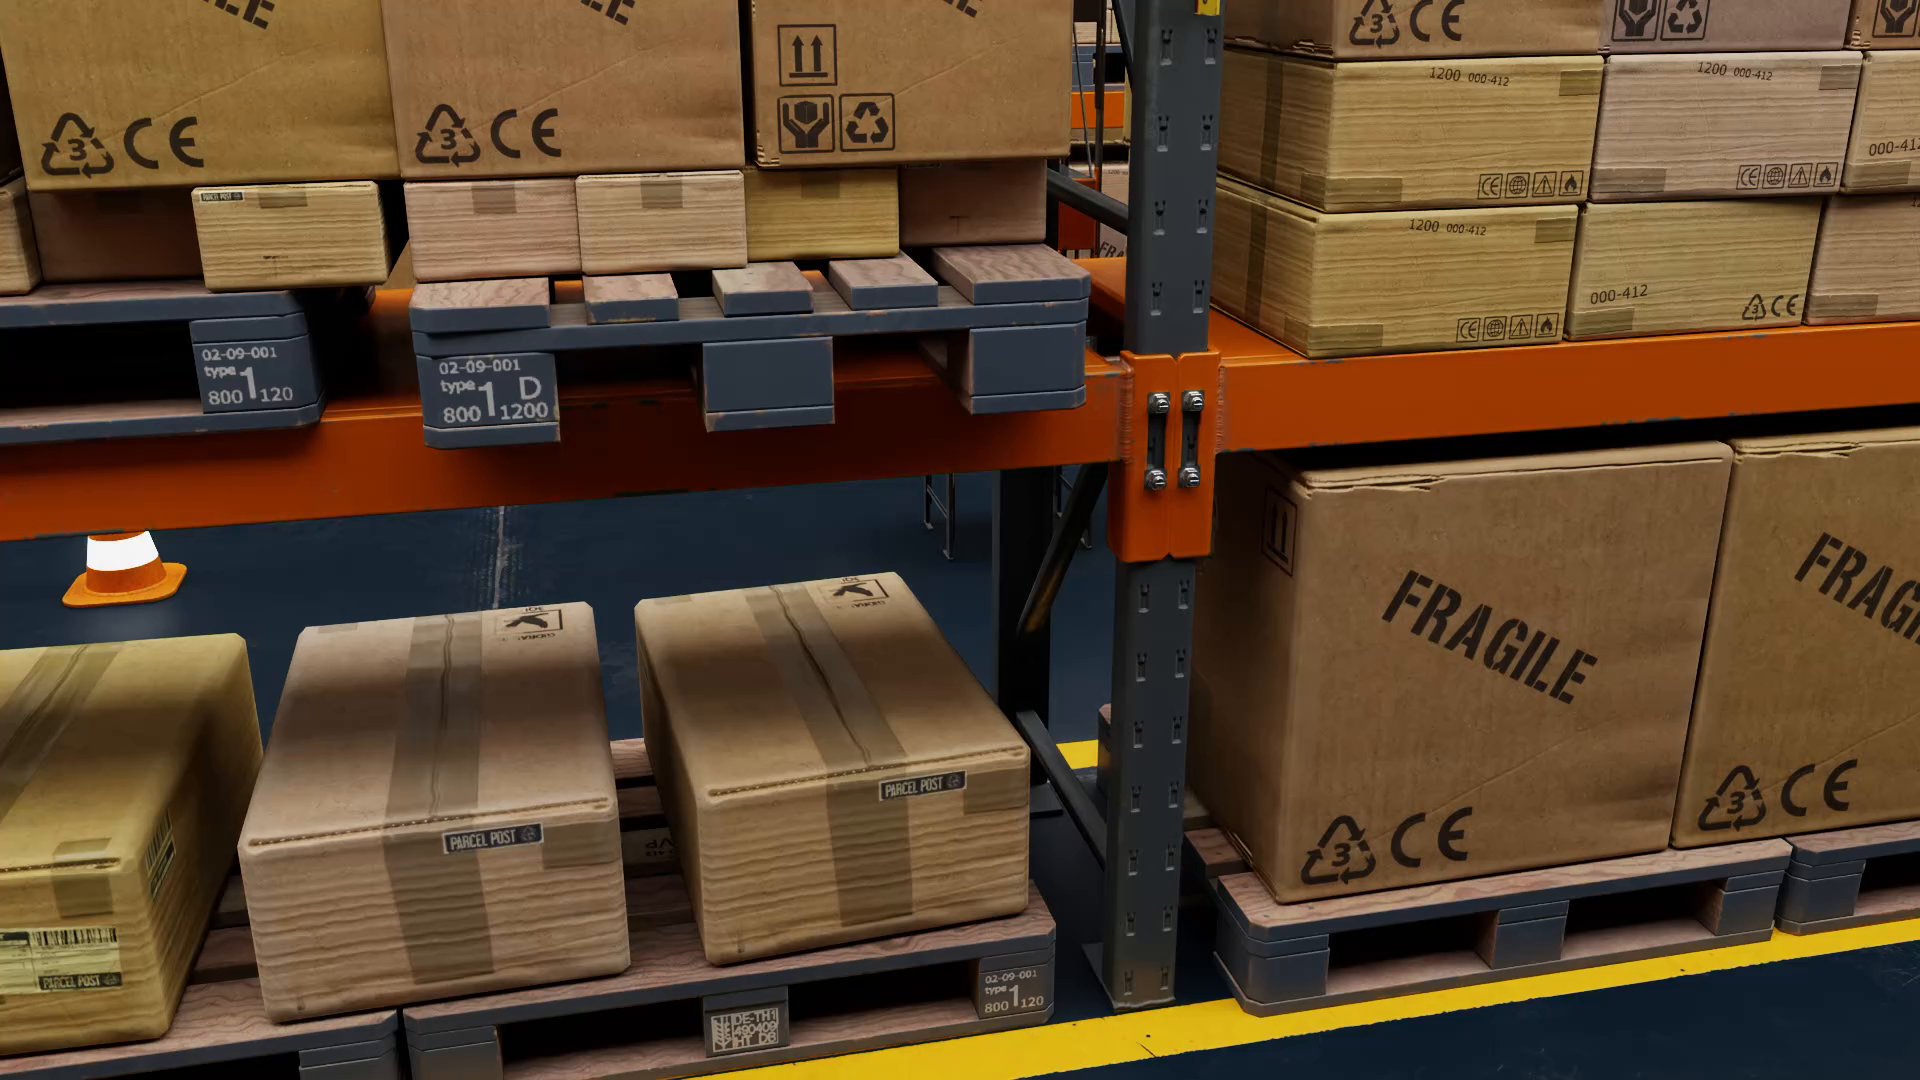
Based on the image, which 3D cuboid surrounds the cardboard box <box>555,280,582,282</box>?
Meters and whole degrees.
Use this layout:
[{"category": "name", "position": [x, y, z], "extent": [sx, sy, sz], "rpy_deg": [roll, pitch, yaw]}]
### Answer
[{"category": "cardboard box", "position": [-1.601, -1.420, 7.990], "extent": [0.750, 0.750, 1.050], "rpy_deg": [-5, 21, -13]}]

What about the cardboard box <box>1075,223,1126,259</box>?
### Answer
[{"category": "cardboard box", "position": [0.747, -1.374, 8.229], "extent": [0.500, 0.500, 0.500], "rpy_deg": [-5, 21, -14]}]

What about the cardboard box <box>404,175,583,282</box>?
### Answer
[{"category": "cardboard box", "position": [-0.741, -0.525, 2.642], "extent": [0.250, 0.149, 0.380], "rpy_deg": [-6, 21, -15]}]

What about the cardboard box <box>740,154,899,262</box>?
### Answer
[{"category": "cardboard box", "position": [-0.259, -0.577, 2.784], "extent": [0.250, 0.149, 0.380], "rpy_deg": [-4, 21, -12]}]

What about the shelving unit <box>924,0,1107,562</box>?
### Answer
[{"category": "shelving unit", "position": [0.161, -0.999, 5.489], "extent": [0.503, 2.100, 0.431], "rpy_deg": [-5, 21, -12]}]

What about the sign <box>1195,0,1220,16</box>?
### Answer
[{"category": "sign", "position": [0.384, -0.974, 2.544], "extent": [0.005, 0.325, 0.100], "rpy_deg": [-5, 21, -12]}]

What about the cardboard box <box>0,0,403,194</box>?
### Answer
[{"category": "cardboard box", "position": [-1.120, -0.818, 2.499], "extent": [0.500, 0.500, 0.500], "rpy_deg": [-6, 21, -16]}]

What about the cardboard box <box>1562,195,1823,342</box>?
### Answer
[{"category": "cardboard box", "position": [1.280, -0.579, 3.252], "extent": [0.500, 0.250, 0.500], "rpy_deg": [-5, 21, -14]}]

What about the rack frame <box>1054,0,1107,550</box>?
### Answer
[{"category": "rack frame", "position": [0.399, -1.018, 5.542], "extent": [0.015, 2.100, 0.400], "rpy_deg": [-5, 21, -12]}]

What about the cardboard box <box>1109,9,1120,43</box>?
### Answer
[{"category": "cardboard box", "position": [0.784, -2.450, 7.896], "extent": [0.250, 0.149, 0.380], "rpy_deg": [-4, 21, -12]}]

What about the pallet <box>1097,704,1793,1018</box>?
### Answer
[{"category": "pallet", "position": [1.035, 0.624, 3.804], "extent": [1.213, 0.211, 1.003], "rpy_deg": [-5, 21, -12]}]

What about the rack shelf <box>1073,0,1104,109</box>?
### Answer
[{"category": "rack shelf", "position": [0.161, -1.644, 5.253], "extent": [0.480, 0.518, 0.431], "rpy_deg": [-5, 21, -12]}]

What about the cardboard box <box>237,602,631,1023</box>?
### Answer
[{"category": "cardboard box", "position": [-1.018, 0.491, 3.323], "extent": [0.625, 0.372, 0.950], "rpy_deg": [-5, 21, -14]}]

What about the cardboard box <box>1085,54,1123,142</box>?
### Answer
[{"category": "cardboard box", "position": [1.244, -3.424, 13.280], "extent": [0.875, 0.875, 1.225], "rpy_deg": [-5, 21, -12]}]

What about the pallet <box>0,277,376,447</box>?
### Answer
[{"category": "pallet", "position": [-1.667, -0.388, 2.791], "extent": [1.213, 0.211, 1.003], "rpy_deg": [-5, 21, -12]}]

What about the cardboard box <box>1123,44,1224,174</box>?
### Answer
[{"category": "cardboard box", "position": [0.663, -0.936, 3.500], "extent": [0.500, 0.250, 0.500], "rpy_deg": [-5, 21, -13]}]

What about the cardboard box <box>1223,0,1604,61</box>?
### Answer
[{"category": "cardboard box", "position": [0.786, -1.122, 2.917], "extent": [0.500, 0.500, 0.500], "rpy_deg": [-5, 21, -14]}]

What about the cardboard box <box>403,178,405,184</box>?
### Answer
[{"category": "cardboard box", "position": [-0.941, -0.732, 3.206], "extent": [0.250, 0.149, 0.380], "rpy_deg": [-5, 21, -12]}]

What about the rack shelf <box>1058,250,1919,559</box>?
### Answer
[{"category": "rack shelf", "position": [2.196, -0.469, 3.779], "extent": [4.000, 0.370, 1.077], "rpy_deg": [-5, 21, -12]}]

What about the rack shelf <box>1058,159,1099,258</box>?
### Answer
[{"category": "rack shelf", "position": [0.161, -0.986, 5.494], "extent": [0.480, 0.518, 0.431], "rpy_deg": [-5, 21, -12]}]

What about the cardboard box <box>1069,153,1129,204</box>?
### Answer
[{"category": "cardboard box", "position": [0.718, -1.721, 8.086], "extent": [0.500, 0.250, 0.500], "rpy_deg": [-4, 21, -12]}]

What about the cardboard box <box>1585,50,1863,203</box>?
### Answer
[{"category": "cardboard box", "position": [1.303, -0.811, 3.158], "extent": [0.500, 0.250, 0.500], "rpy_deg": [-4, 21, -11]}]

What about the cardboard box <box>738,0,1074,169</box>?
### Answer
[{"category": "cardboard box", "position": [-0.128, -0.903, 2.730], "extent": [0.500, 0.500, 0.500], "rpy_deg": [-5, 21, -14]}]

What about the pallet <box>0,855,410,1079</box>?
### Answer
[{"category": "pallet", "position": [-1.696, 0.818, 3.275], "extent": [1.213, 0.211, 1.003], "rpy_deg": [-5, 21, -12]}]

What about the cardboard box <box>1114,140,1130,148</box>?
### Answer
[{"category": "cardboard box", "position": [1.111, -1.937, 8.676], "extent": [0.500, 0.250, 0.500], "rpy_deg": [-4, 20, -10]}]

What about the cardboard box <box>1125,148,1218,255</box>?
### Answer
[{"category": "cardboard box", "position": [0.683, -0.705, 3.596], "extent": [0.500, 0.250, 0.500], "rpy_deg": [-5, 21, -14]}]

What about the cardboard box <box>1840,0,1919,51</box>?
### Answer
[{"category": "cardboard box", "position": [1.774, -1.200, 3.131], "extent": [0.500, 0.500, 0.500], "rpy_deg": [-4, 21, -11]}]

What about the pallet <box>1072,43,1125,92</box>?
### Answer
[{"category": "pallet", "position": [0.930, -2.377, 8.223], "extent": [1.213, 0.211, 1.003], "rpy_deg": [-5, 21, -12]}]

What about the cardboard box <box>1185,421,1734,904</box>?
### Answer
[{"category": "cardboard box", "position": [0.941, 0.125, 3.590], "extent": [0.875, 0.875, 0.875], "rpy_deg": [-5, 21, -13]}]

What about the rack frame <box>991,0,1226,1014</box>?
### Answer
[{"category": "rack frame", "position": [0.250, -0.648, 3.223], "extent": [0.127, 3.000, 1.000], "rpy_deg": [-5, 21, -12]}]

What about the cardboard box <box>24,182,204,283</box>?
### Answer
[{"category": "cardboard box", "position": [-1.279, -0.521, 2.630], "extent": [0.250, 0.149, 0.380], "rpy_deg": [-4, 21, -12]}]
